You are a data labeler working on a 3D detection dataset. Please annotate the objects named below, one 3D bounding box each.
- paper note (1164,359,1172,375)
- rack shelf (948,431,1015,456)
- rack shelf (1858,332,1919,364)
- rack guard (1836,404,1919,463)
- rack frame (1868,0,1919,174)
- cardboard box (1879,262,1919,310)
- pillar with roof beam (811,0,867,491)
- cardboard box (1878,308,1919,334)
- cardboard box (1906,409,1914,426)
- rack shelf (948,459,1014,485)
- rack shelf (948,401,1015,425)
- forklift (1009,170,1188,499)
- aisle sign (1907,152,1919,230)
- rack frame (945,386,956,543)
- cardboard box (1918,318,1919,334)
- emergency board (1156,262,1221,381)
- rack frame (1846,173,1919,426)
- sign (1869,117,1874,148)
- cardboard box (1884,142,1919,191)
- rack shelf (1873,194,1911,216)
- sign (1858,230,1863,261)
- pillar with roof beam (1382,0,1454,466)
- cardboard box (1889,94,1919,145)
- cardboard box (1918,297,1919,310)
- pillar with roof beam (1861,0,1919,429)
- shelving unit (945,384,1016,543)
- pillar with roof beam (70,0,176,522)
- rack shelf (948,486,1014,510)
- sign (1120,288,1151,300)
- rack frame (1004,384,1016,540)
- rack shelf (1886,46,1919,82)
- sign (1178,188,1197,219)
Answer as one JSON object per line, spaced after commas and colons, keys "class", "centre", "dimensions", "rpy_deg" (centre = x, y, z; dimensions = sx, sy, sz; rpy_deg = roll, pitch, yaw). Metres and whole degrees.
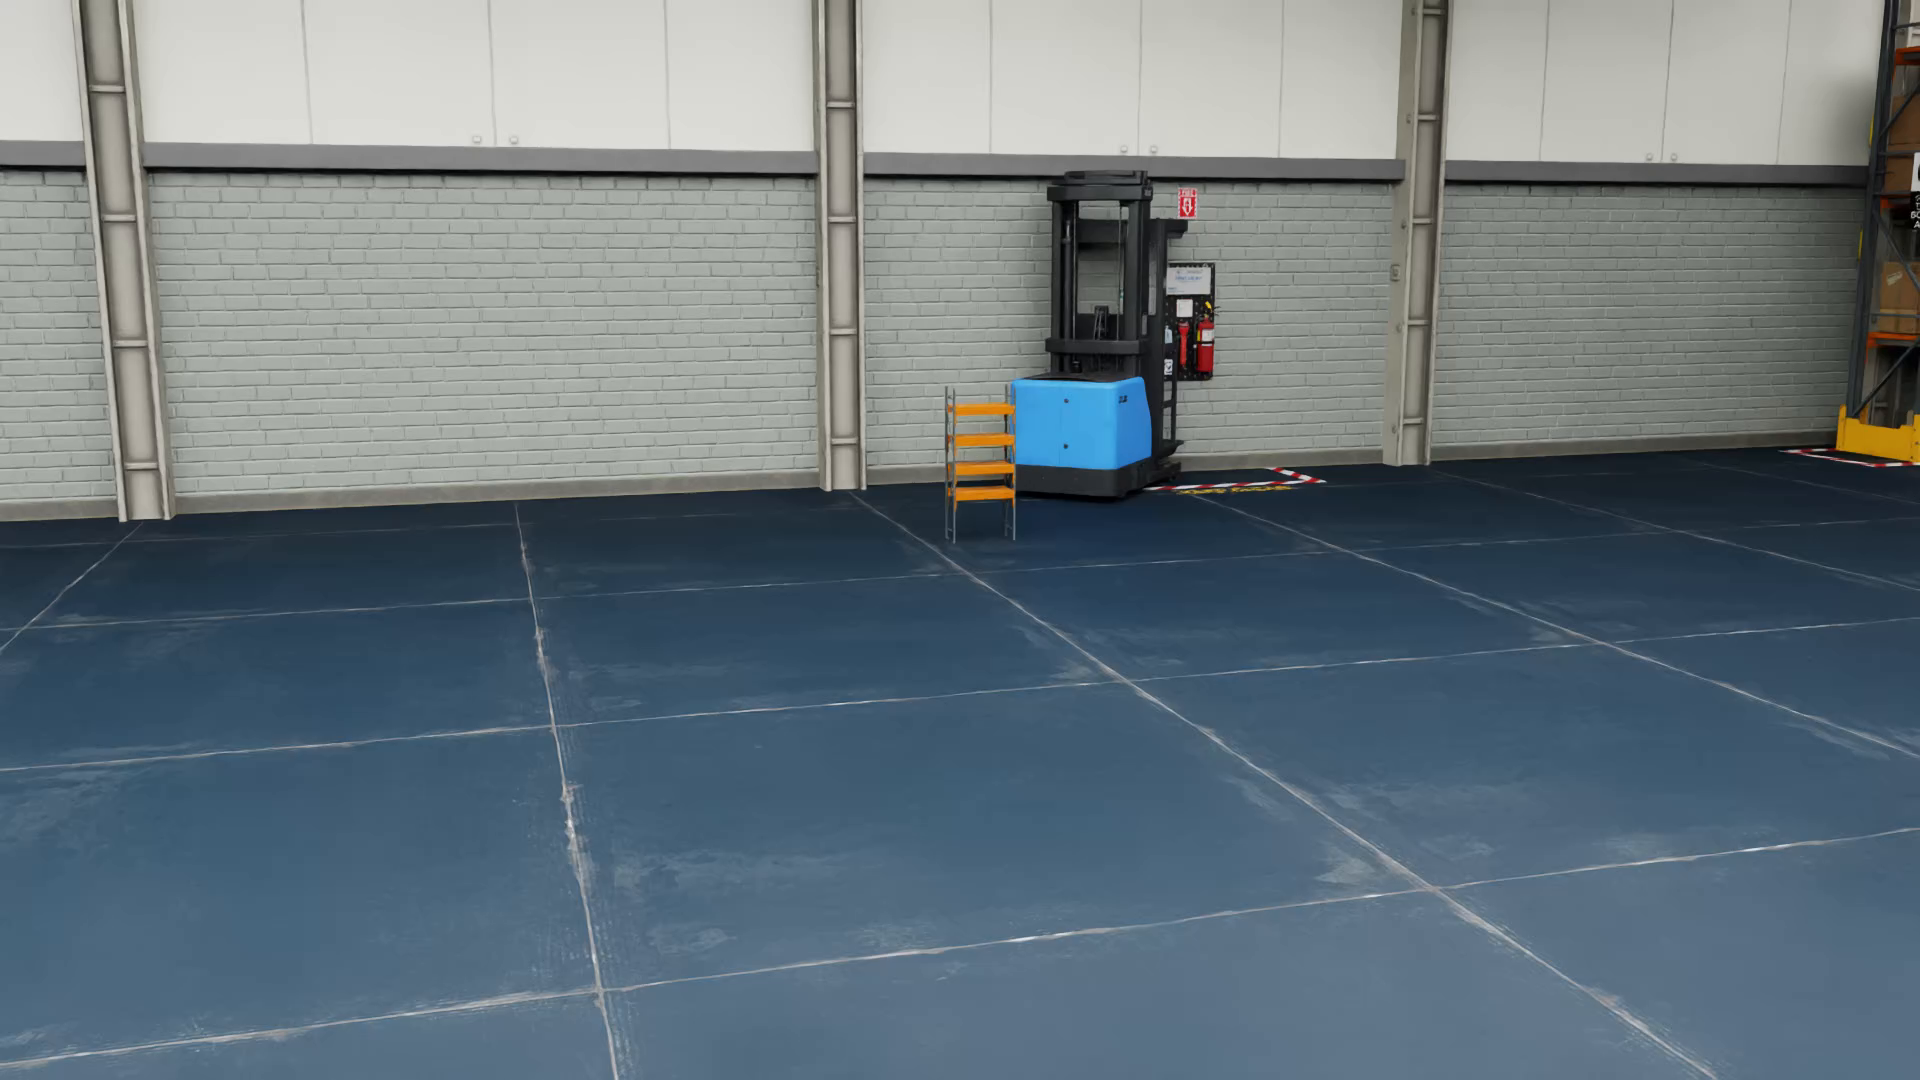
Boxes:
{"class": "paper note", "centre": [2.081, -1.722, 16.549], "dimensions": [0.142, 0.148, 0.016], "rpy_deg": [-3, 11, -16]}
{"class": "rack shelf", "centre": [0.159, -0.752, 12.955], "dimensions": [0.480, 0.148, 0.258], "rpy_deg": [-3, 11, -16]}
{"class": "rack shelf", "centre": [11.905, -2.136, 18.351], "dimensions": [4.000, 0.370, 1.077], "rpy_deg": [-3, 11, -16]}
{"class": "rack guard", "centre": [10.057, -1.163, 17.984], "dimensions": [0.348, 0.500, 1.175], "rpy_deg": [-3, 11, -16]}
{"class": "rack frame", "centre": [9.984, -5.339, 17.193], "dimensions": [0.127, 3.000, 1.000], "rpy_deg": [-3, 11, -16]}
{"class": "cardboard box", "centre": [10.377, -2.754, 18.011], "dimensions": [0.500, 0.500, 0.500], "rpy_deg": [-3, 11, -17]}
{"class": "pillar with roof beam", "centre": [0.096, -4.169, 10.839], "dimensions": [0.400, 9.000, 9.100], "rpy_deg": [-3, 11, -16]}
{"class": "cardboard box", "centre": [10.379, -2.382, 18.060], "dimensions": [0.500, 0.250, 0.500], "rpy_deg": [-3, 11, -15]}
{"class": "cardboard box", "centre": [10.674, -1.302, 18.045], "dimensions": [0.500, 0.311, 0.500], "rpy_deg": [-4, 11, -22]}
{"class": "rack shelf", "centre": [0.159, -0.532, 12.996], "dimensions": [0.480, 0.148, 0.258], "rpy_deg": [-3, 11, -16]}
{"class": "rack shelf", "centre": [0.159, -0.985, 12.912], "dimensions": [0.480, 0.148, 0.258], "rpy_deg": [-3, 11, -16]}
{"class": "forklift", "centre": [1.524, -2.038, 16.022], "dimensions": [1.130, 2.935, 3.031], "rpy_deg": [5, 11, 24]}
{"class": "aisle sign", "centre": [9.999, -3.611, 17.198], "dimensions": [0.004, 0.787, 0.394], "rpy_deg": [-3, 11, -16]}
{"class": "rack frame", "centre": [-0.075, -0.586, 12.916], "dimensions": [0.015, 1.200, 0.240], "rpy_deg": [-3, 11, -16]}
{"class": "cardboard box", "centre": [10.542, -2.294, 17.583], "dimensions": [0.500, 0.250, 0.500], "rpy_deg": [-3, 11, -18]}
{"class": "emergency board", "centre": [2.270, -2.152, 16.453], "dimensions": [0.643, 1.169, 0.194], "rpy_deg": [-3, 11, -16]}
{"class": "rack frame", "centre": [9.984, -2.389, 17.736], "dimensions": [0.127, 3.000, 1.000], "rpy_deg": [-3, 11, -16]}
{"class": "sign", "centre": [9.848, -4.397, 17.914], "dimensions": [0.005, 0.325, 0.100], "rpy_deg": [-3, 11, -16]}
{"class": "cardboard box", "centre": [10.314, -3.988, 17.808], "dimensions": [0.500, 0.500, 0.500], "rpy_deg": [-2, 11, -12]}
{"class": "rack shelf", "centre": [11.905, -3.611, 18.080], "dimensions": [4.000, 0.370, 1.077], "rpy_deg": [-3, 11, -16]}
{"class": "sign", "centre": [9.848, -3.211, 18.133], "dimensions": [0.005, 0.325, 0.100], "rpy_deg": [-3, 11, -16]}
{"class": "pillar with roof beam", "centre": [5.857, -4.473, 12.488], "dimensions": [0.400, 9.000, 9.100], "rpy_deg": [-3, 11, -16]}
{"class": "cardboard box", "centre": [10.325, -4.482, 17.729], "dimensions": [0.500, 0.500, 0.500], "rpy_deg": [-3, 11, -13]}
{"class": "cardboard box", "centre": [10.527, -2.665, 17.528], "dimensions": [0.500, 0.500, 0.500], "rpy_deg": [-3, 11, -16]}
{"class": "pillar with roof beam", "centre": [11.618, -4.776, 14.137], "dimensions": [0.400, 9.000, 9.100], "rpy_deg": [-3, 11, -16]}
{"class": "shelving unit", "centre": [0.159, -0.598, 12.983], "dimensions": [0.503, 1.200, 0.258], "rpy_deg": [-3, 11, -16]}
{"class": "pillar with roof beam", "centre": [-5.665, -3.866, 9.189], "dimensions": [0.400, 9.000, 9.100], "rpy_deg": [-3, 11, -16]}
{"class": "rack shelf", "centre": [0.159, -0.337, 13.031], "dimensions": [0.480, 0.148, 0.258], "rpy_deg": [-3, 11, -16]}
{"class": "sign", "centre": [1.717, -2.419, 16.340], "dimensions": [0.331, 0.109, 0.001], "rpy_deg": [-3, 11, -16]}
{"class": "rack frame", "centre": [0.393, -0.611, 13.050], "dimensions": [0.015, 1.200, 0.240], "rpy_deg": [-3, 11, -16]}
{"class": "rack shelf", "centre": [11.905, -5.085, 17.808], "dimensions": [4.000, 0.370, 1.077], "rpy_deg": [-3, 11, -16]}
{"class": "sign", "centre": [2.235, -3.309, 16.335], "dimensions": [0.199, 0.298, 0.001], "rpy_deg": [-3, 11, -16]}
